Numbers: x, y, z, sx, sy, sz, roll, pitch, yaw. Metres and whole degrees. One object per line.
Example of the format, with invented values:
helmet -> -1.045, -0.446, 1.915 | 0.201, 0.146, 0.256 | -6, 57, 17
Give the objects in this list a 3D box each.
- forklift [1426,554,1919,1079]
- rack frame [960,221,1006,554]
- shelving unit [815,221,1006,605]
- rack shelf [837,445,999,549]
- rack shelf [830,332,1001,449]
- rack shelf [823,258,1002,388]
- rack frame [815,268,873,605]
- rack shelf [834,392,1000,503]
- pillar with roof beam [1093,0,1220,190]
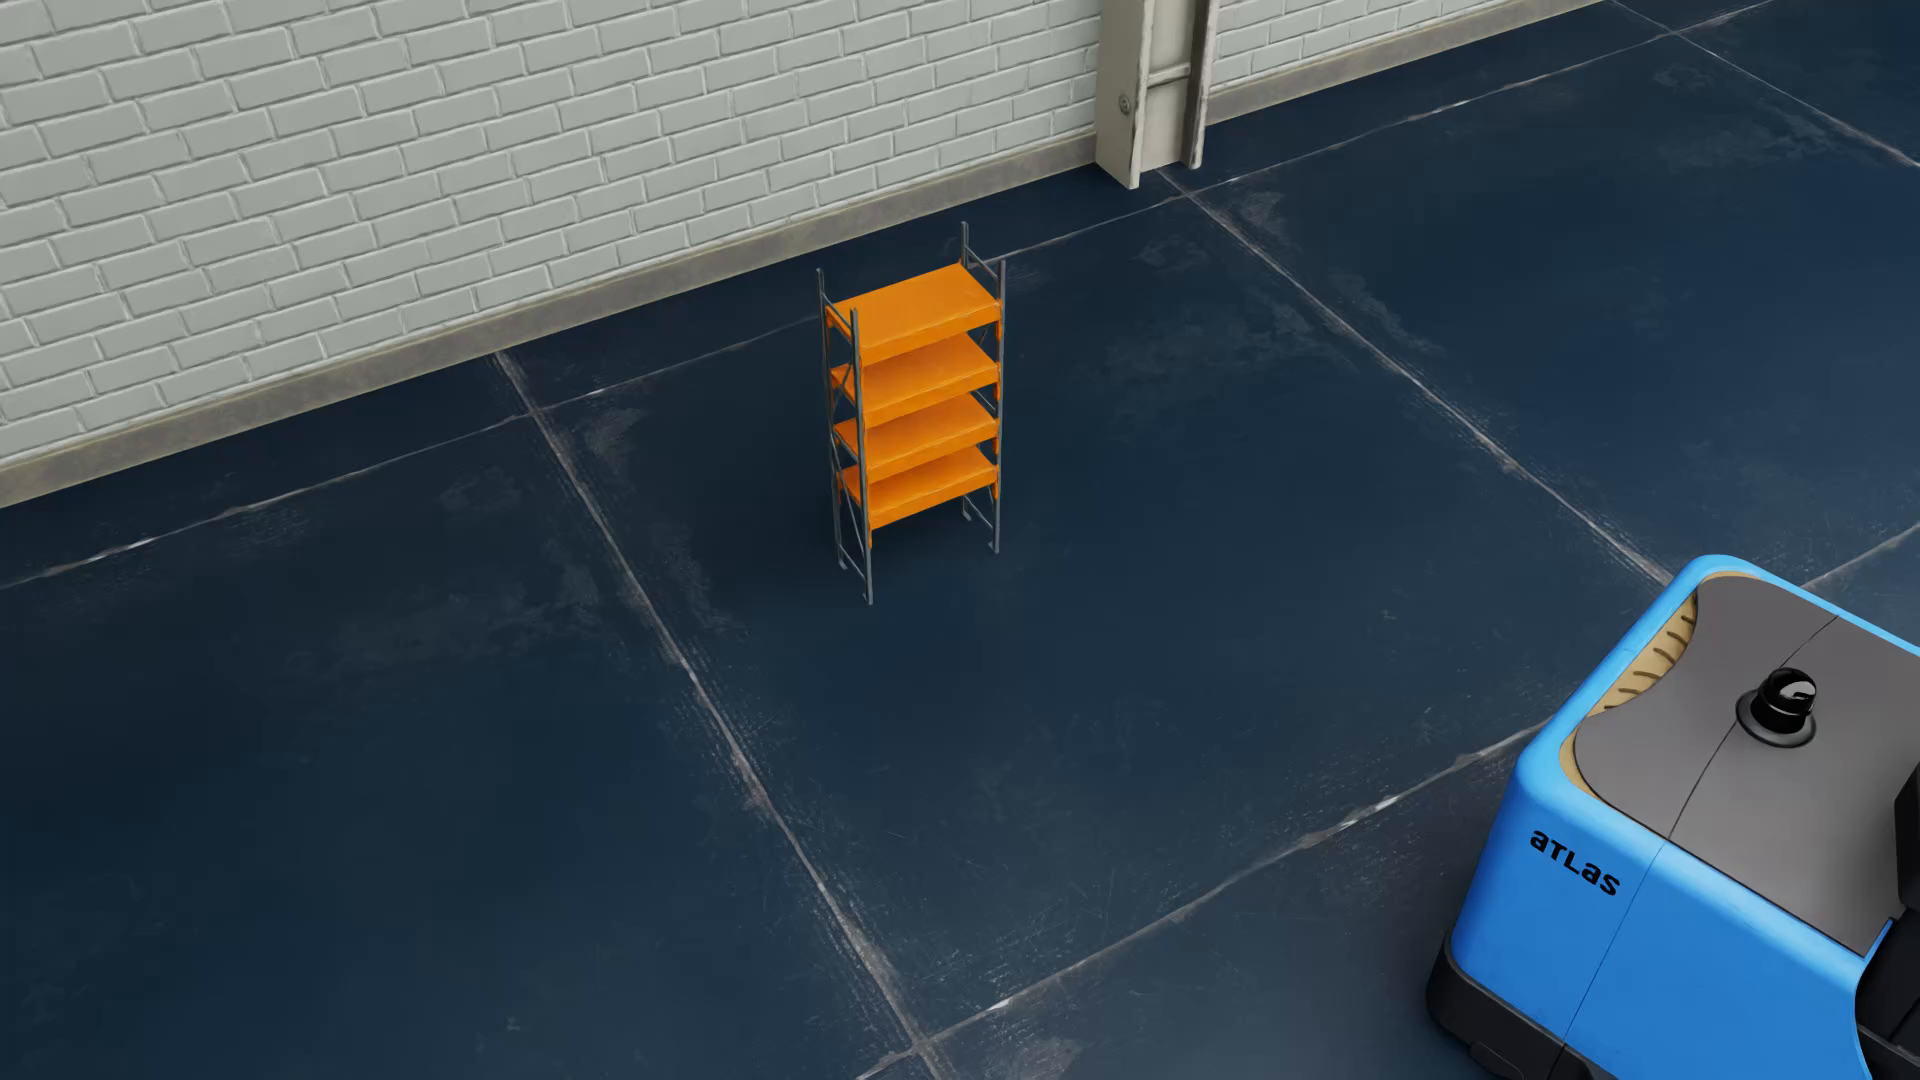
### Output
forklift -> 2.652, 0.675, 2.950 | 3.031, 2.935, 1.130 | 33, 53, 29
rack frame -> 0.068, -0.458, 5.360 | 0.015, 1.200, 0.240 | -22, 48, -21
shelving unit -> -0.144, -0.373, 5.273 | 0.503, 1.200, 0.258 | -22, 48, -21
rack shelf -> -0.144, -0.182, 5.458 | 0.480, 0.148, 0.258 | -22, 48, -21
rack shelf -> -0.144, -0.485, 5.164 | 0.480, 0.148, 0.258 | -22, 48, -21
rack shelf -> -0.144, -0.655, 4.999 | 0.480, 0.148, 0.258 | -22, 48, -21
rack frame -> -0.355, -0.288, 5.186 | 0.015, 1.200, 0.240 | -22, 48, -21
rack shelf -> -0.144, -0.325, 5.320 | 0.480, 0.148, 0.258 | -22, 48, -21
pillar with roof beam -> 2.986, -2.337, 1.697 | 0.400, 9.000, 9.100 | -22, 48, -21
